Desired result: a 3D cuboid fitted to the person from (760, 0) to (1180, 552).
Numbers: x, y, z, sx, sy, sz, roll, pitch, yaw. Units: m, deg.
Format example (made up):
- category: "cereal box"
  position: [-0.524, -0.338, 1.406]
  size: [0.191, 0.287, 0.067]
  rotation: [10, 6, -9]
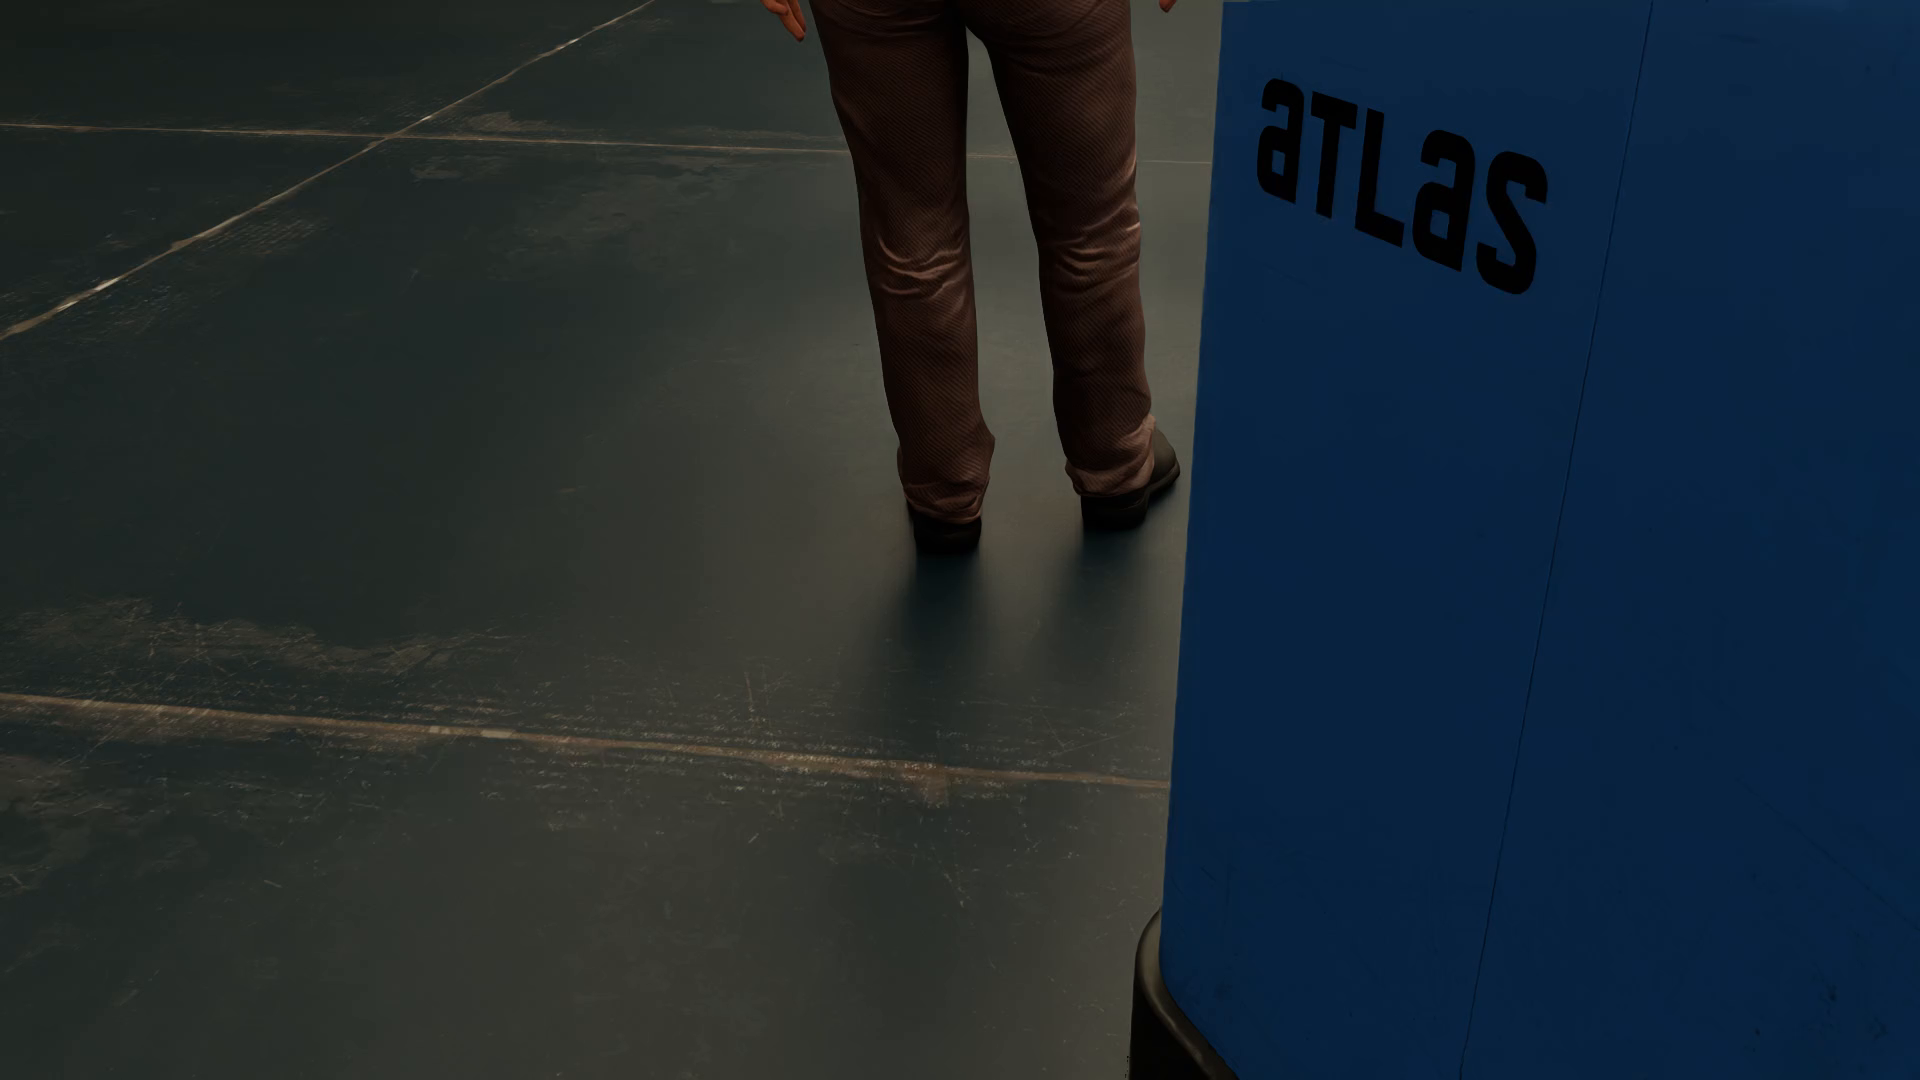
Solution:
- category: "person"
  position: [0.016, -0.804, 2.166]
  size: [0.632, 1.720, 0.568]
  rotation: [3, 27, 7]
